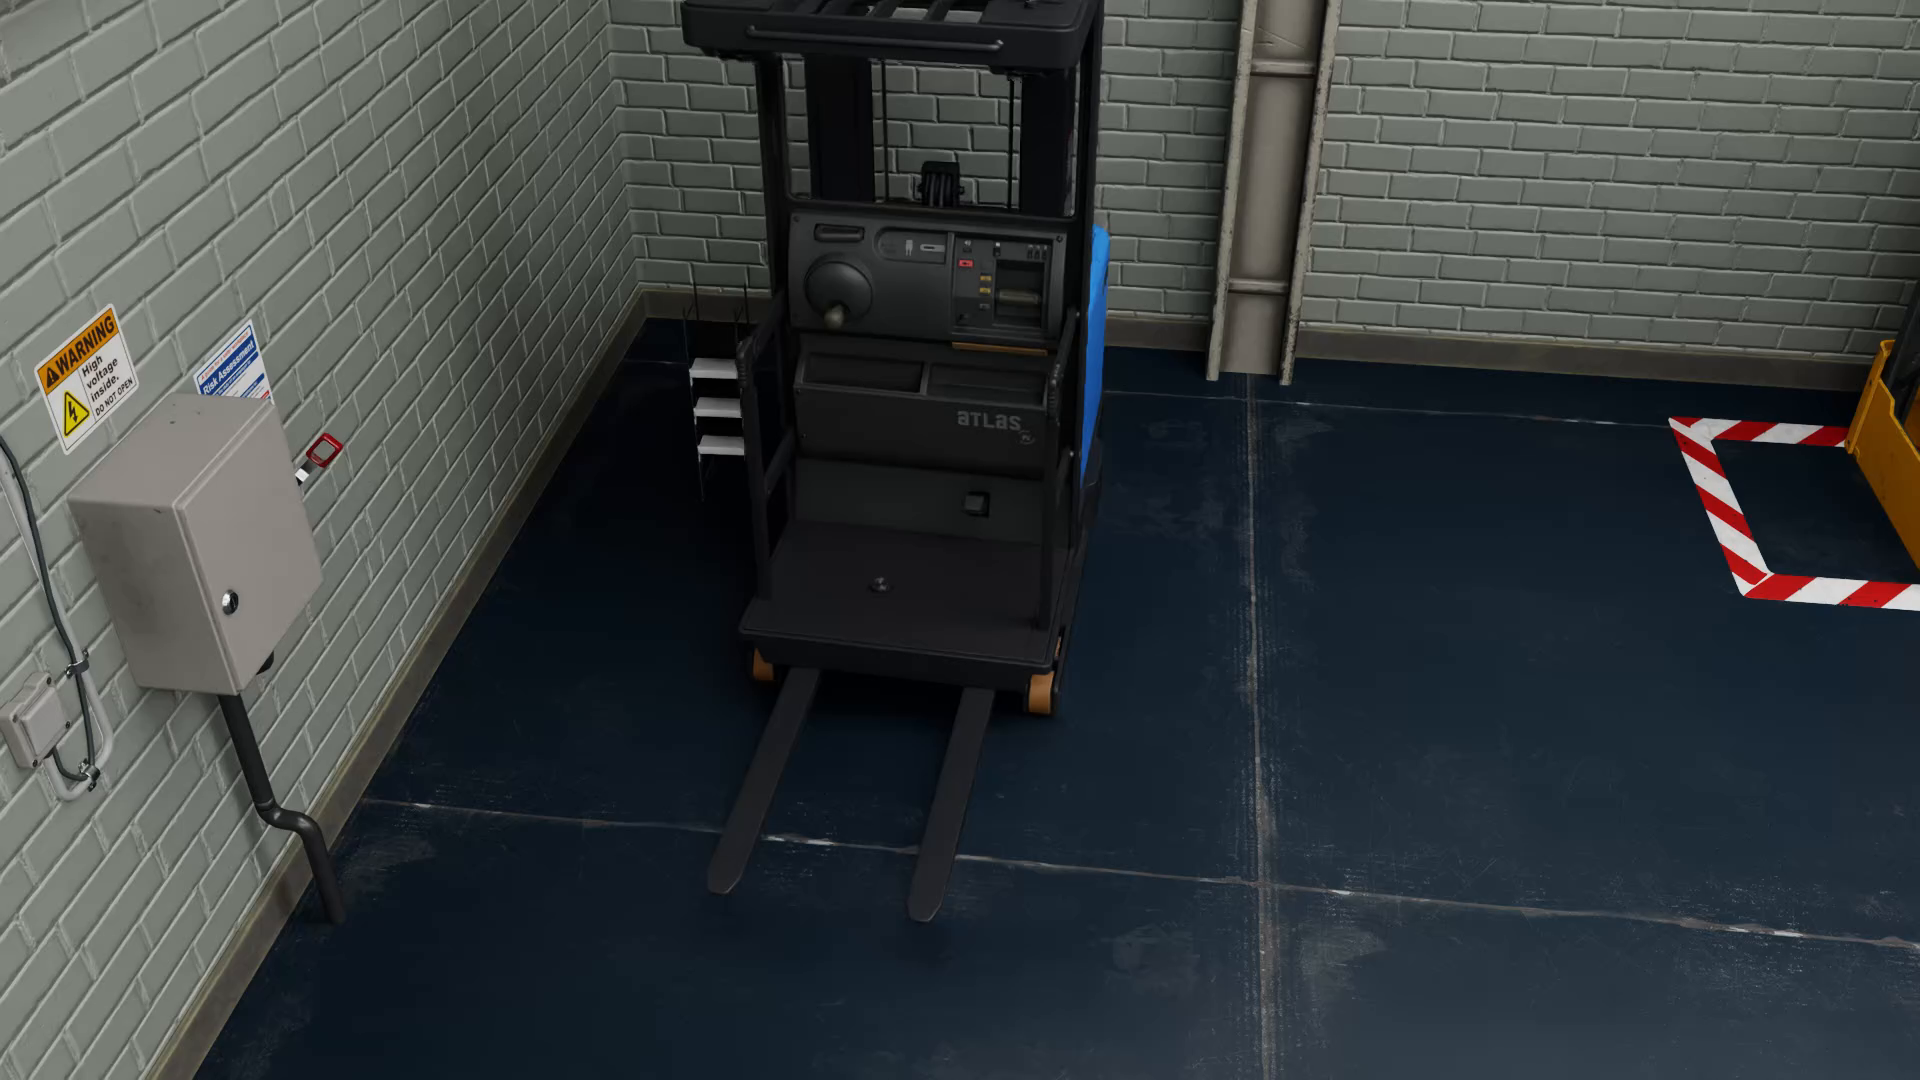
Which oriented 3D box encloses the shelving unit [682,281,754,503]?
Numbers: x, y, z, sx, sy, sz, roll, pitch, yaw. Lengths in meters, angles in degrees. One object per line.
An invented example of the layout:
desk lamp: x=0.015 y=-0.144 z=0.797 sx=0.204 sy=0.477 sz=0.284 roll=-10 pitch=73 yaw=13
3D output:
shelving unit: x=-0.967 y=-0.595 z=6.809 sx=0.210 sy=0.900 sz=0.258 roll=2 pitch=36 yaw=3

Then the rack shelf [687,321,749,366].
rack shelf: x=-0.967 y=-0.787 z=6.671 sx=0.200 sy=0.077 sz=0.258 roll=2 pitch=36 yaw=3

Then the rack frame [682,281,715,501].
rack frame: x=-1.069 y=-0.599 z=6.815 sx=0.006 sy=0.900 sz=0.240 roll=2 pitch=36 yaw=3

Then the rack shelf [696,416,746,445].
rack shelf: x=-0.967 y=-0.494 z=6.880 sx=0.200 sy=0.077 sz=0.258 roll=2 pitch=36 yaw=3

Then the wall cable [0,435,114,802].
wall cable: x=-2.128 y=-0.103 z=3.437 sx=0.122 sy=1.984 sz=0.588 roll=4 pitch=36 yaw=6

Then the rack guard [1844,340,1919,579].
rack guard: x=4.003 y=-0.305 z=6.746 sx=0.348 sy=0.500 sz=1.175 roll=4 pitch=36 yaw=6

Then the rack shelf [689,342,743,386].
rack shelf: x=-0.967 y=-0.714 z=6.723 sx=0.200 sy=0.077 sz=0.258 roll=2 pitch=36 yaw=3

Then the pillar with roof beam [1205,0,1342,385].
pillar with roof beam: x=0.820 y=-2.008 z=1.817 sx=0.400 sy=9.000 sz=9.100 roll=4 pitch=36 yaw=6

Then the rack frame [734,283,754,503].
rack frame: x=-0.866 y=-0.590 z=6.803 sx=0.006 sy=0.900 sz=0.240 roll=2 pitch=36 yaw=3

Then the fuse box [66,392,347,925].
fuse box: x=-1.885 y=0.454 z=4.641 sx=0.414 sy=1.711 sz=0.539 roll=4 pitch=36 yaw=6

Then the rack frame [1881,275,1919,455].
rack frame: x=3.927 y=-1.328 z=6.028 sx=0.127 sy=3.000 sz=1.000 roll=4 pitch=36 yaw=6

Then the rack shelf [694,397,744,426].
rack shelf: x=-0.967 y=-0.568 z=6.828 sx=0.200 sy=0.077 sz=0.258 roll=2 pitch=36 yaw=3

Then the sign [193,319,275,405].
sign: x=-2.027 y=-0.332 z=4.715 sx=0.001 sy=0.494 sz=0.329 roll=4 pitch=36 yaw=6

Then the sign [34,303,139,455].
sign: x=-2.097 y=-0.390 z=4.004 sx=0.001 sy=0.242 sz=0.339 roll=4 pitch=36 yaw=6

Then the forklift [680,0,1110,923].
forklift: x=-0.149 y=-0.805 z=5.355 sx=1.130 sy=2.935 sz=3.031 roll=6 pitch=36 yaw=8

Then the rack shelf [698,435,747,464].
rack shelf: x=-0.967 y=-0.421 z=6.933 sx=0.200 sy=0.077 sz=0.258 roll=2 pitch=36 yaw=3

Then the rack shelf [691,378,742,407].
rack shelf: x=-0.967 y=-0.641 z=6.776 sx=0.200 sy=0.077 sz=0.258 roll=2 pitch=36 yaw=3
